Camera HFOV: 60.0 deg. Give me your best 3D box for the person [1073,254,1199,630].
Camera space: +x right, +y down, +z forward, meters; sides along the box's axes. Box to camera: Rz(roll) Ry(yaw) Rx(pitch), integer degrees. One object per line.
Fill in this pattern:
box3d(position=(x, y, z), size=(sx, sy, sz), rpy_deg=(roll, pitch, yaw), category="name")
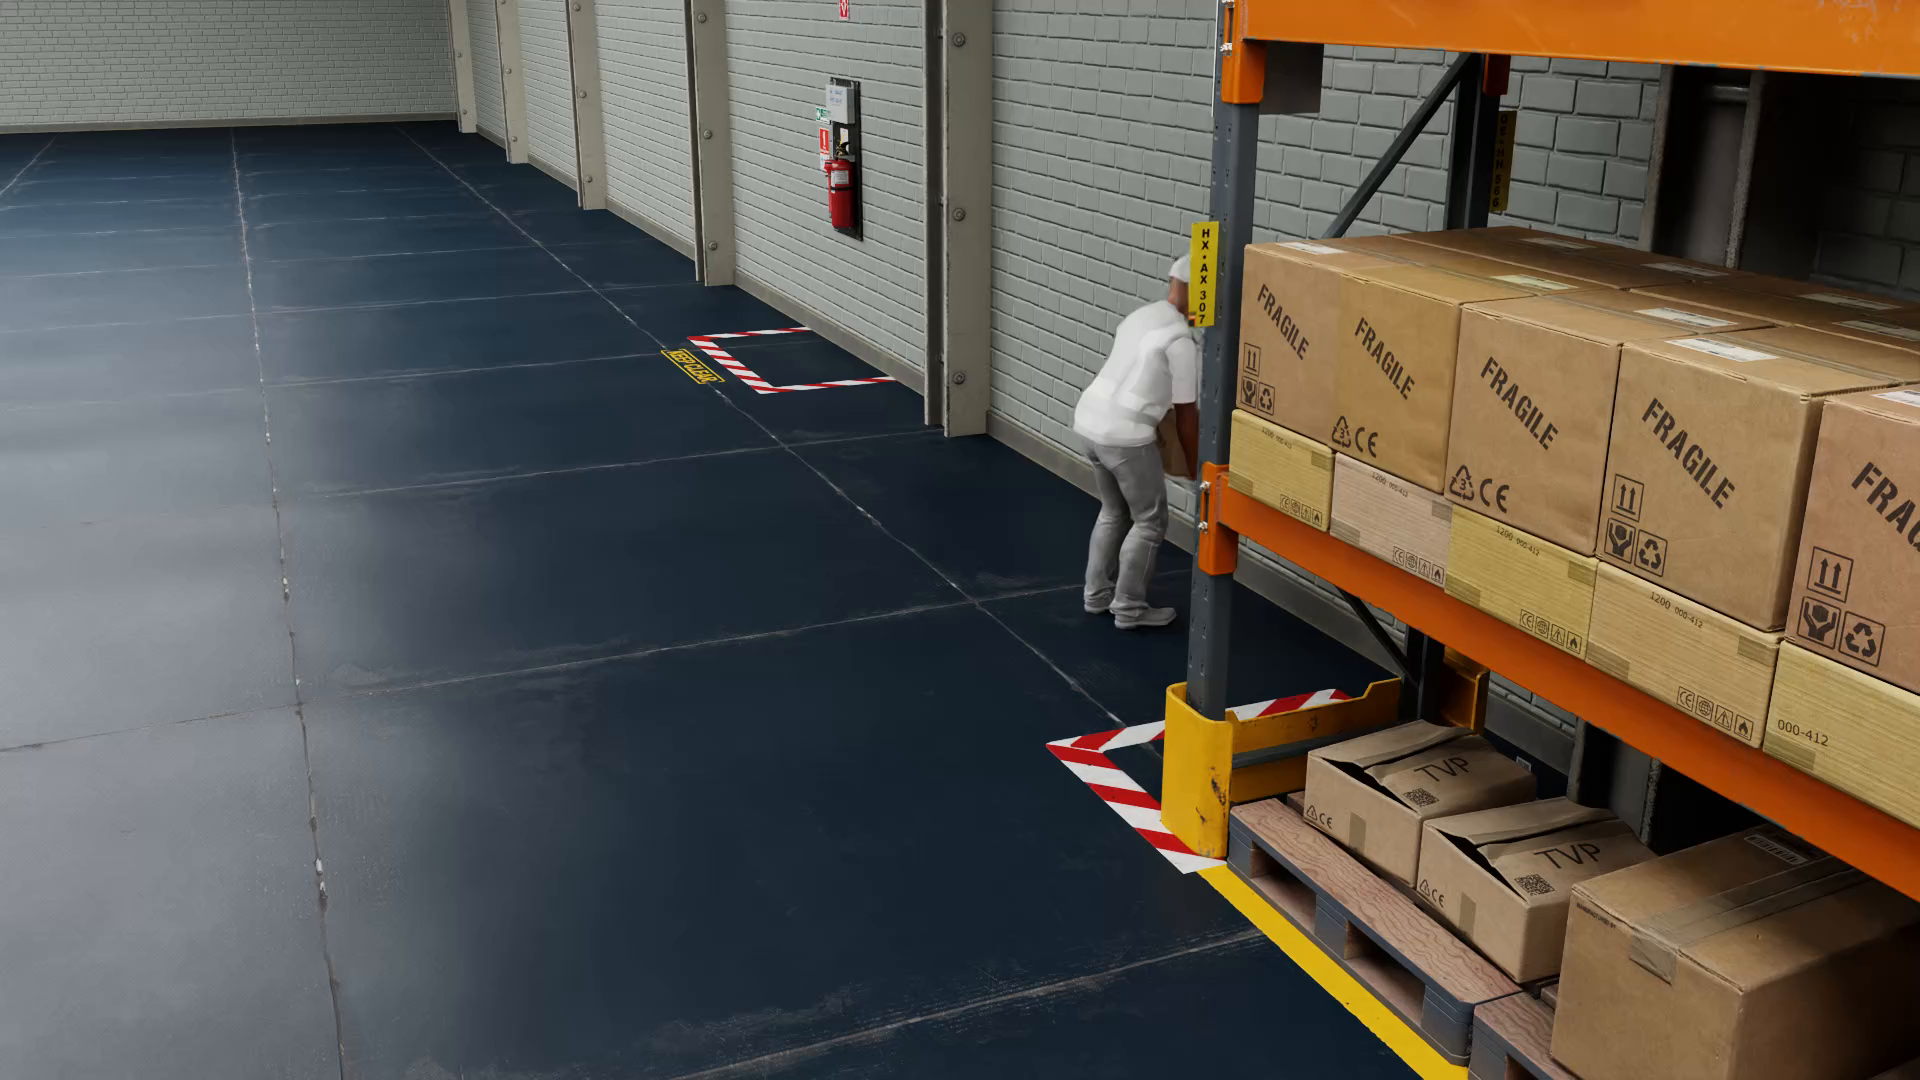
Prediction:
box3d(position=(0.857, -0.447, 7.508), size=(0.691, 1.659, 0.483), rpy_deg=(-8, 20, -23), category="person")
